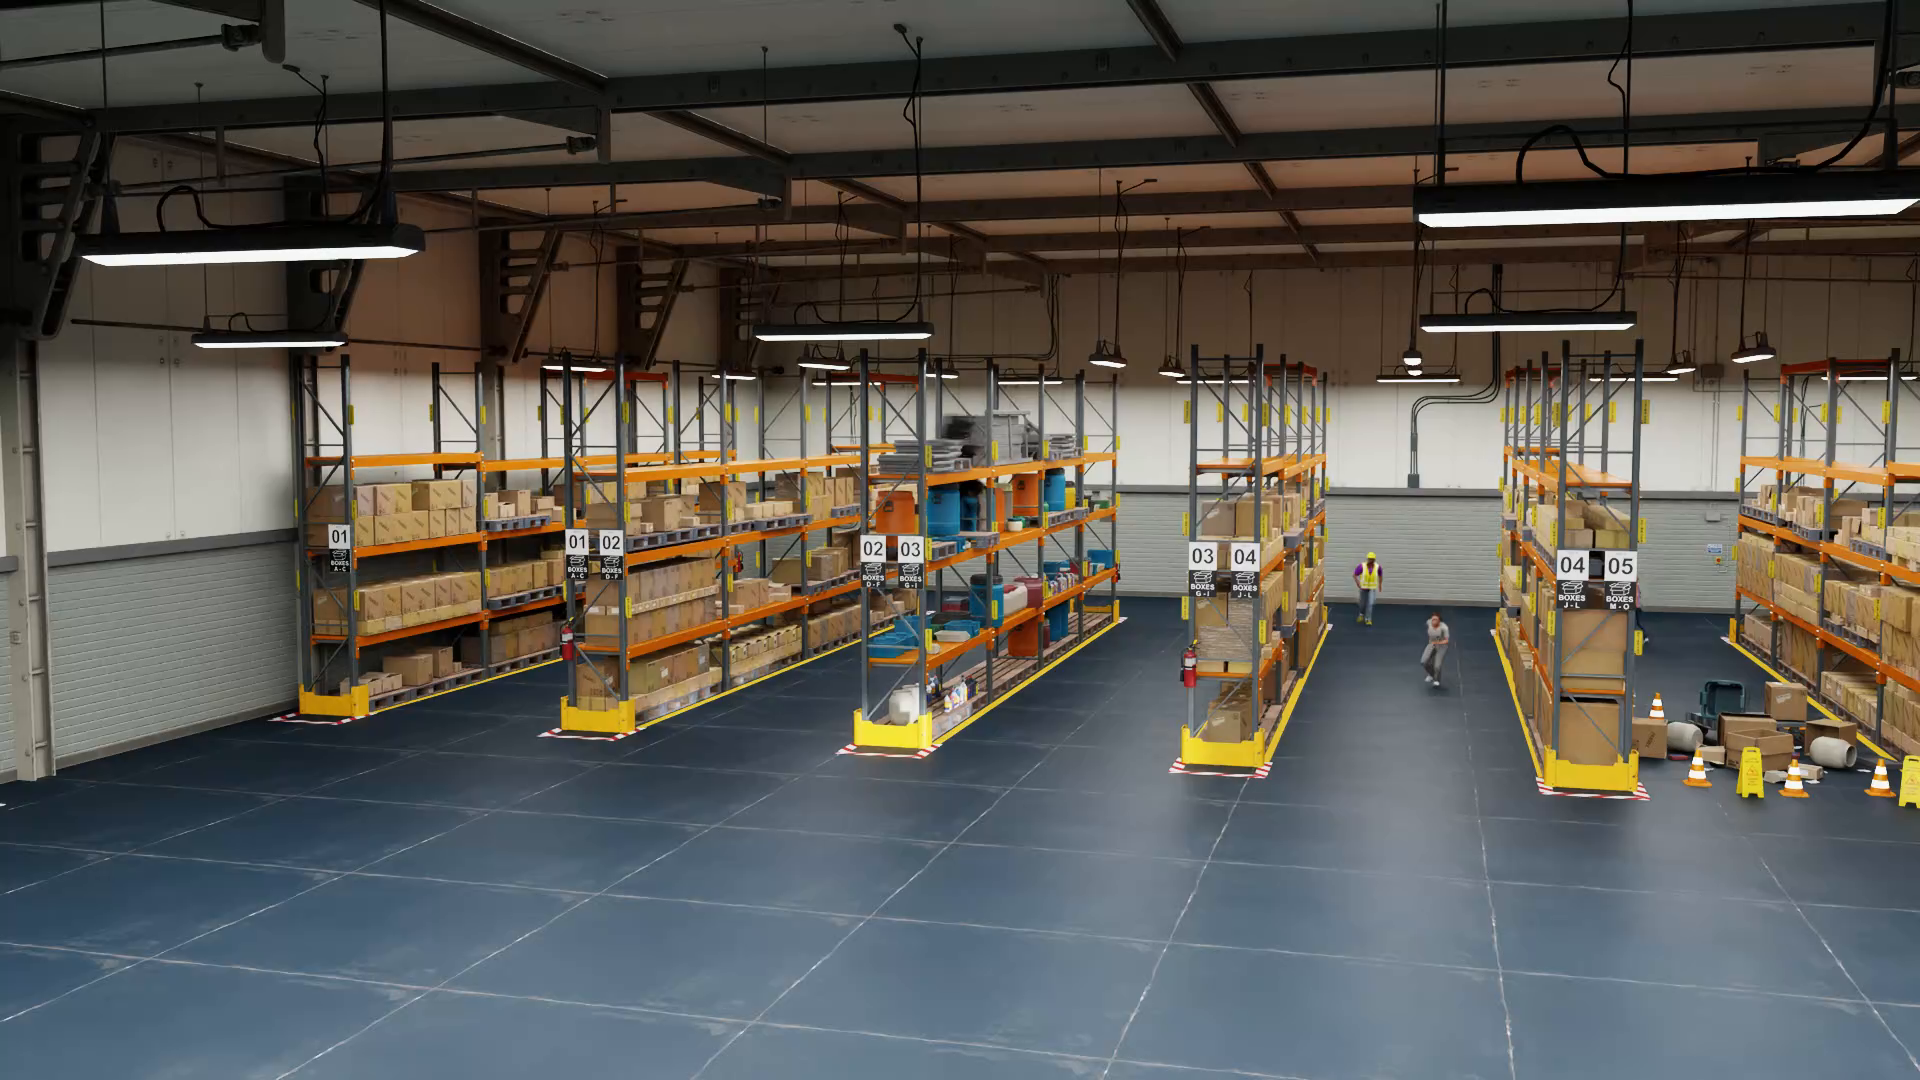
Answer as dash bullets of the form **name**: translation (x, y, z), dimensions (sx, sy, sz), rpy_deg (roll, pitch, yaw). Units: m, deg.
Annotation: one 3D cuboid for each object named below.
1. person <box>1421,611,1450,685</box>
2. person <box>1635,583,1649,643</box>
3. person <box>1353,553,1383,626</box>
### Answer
- **person**: translation (8.714, 1.988, 30.451), dimensions (0.597, 1.439, 0.915), rpy_deg (3, 5, 37)
- **person**: translation (14.652, 1.504, 36.145), dimensions (0.540, 1.585, 0.899), rpy_deg (-1, 4, -16)
- **person**: translation (9.688, 1.155, 39.482), dimensions (0.705, 1.740, 0.982), rpy_deg (0, 4, 2)
